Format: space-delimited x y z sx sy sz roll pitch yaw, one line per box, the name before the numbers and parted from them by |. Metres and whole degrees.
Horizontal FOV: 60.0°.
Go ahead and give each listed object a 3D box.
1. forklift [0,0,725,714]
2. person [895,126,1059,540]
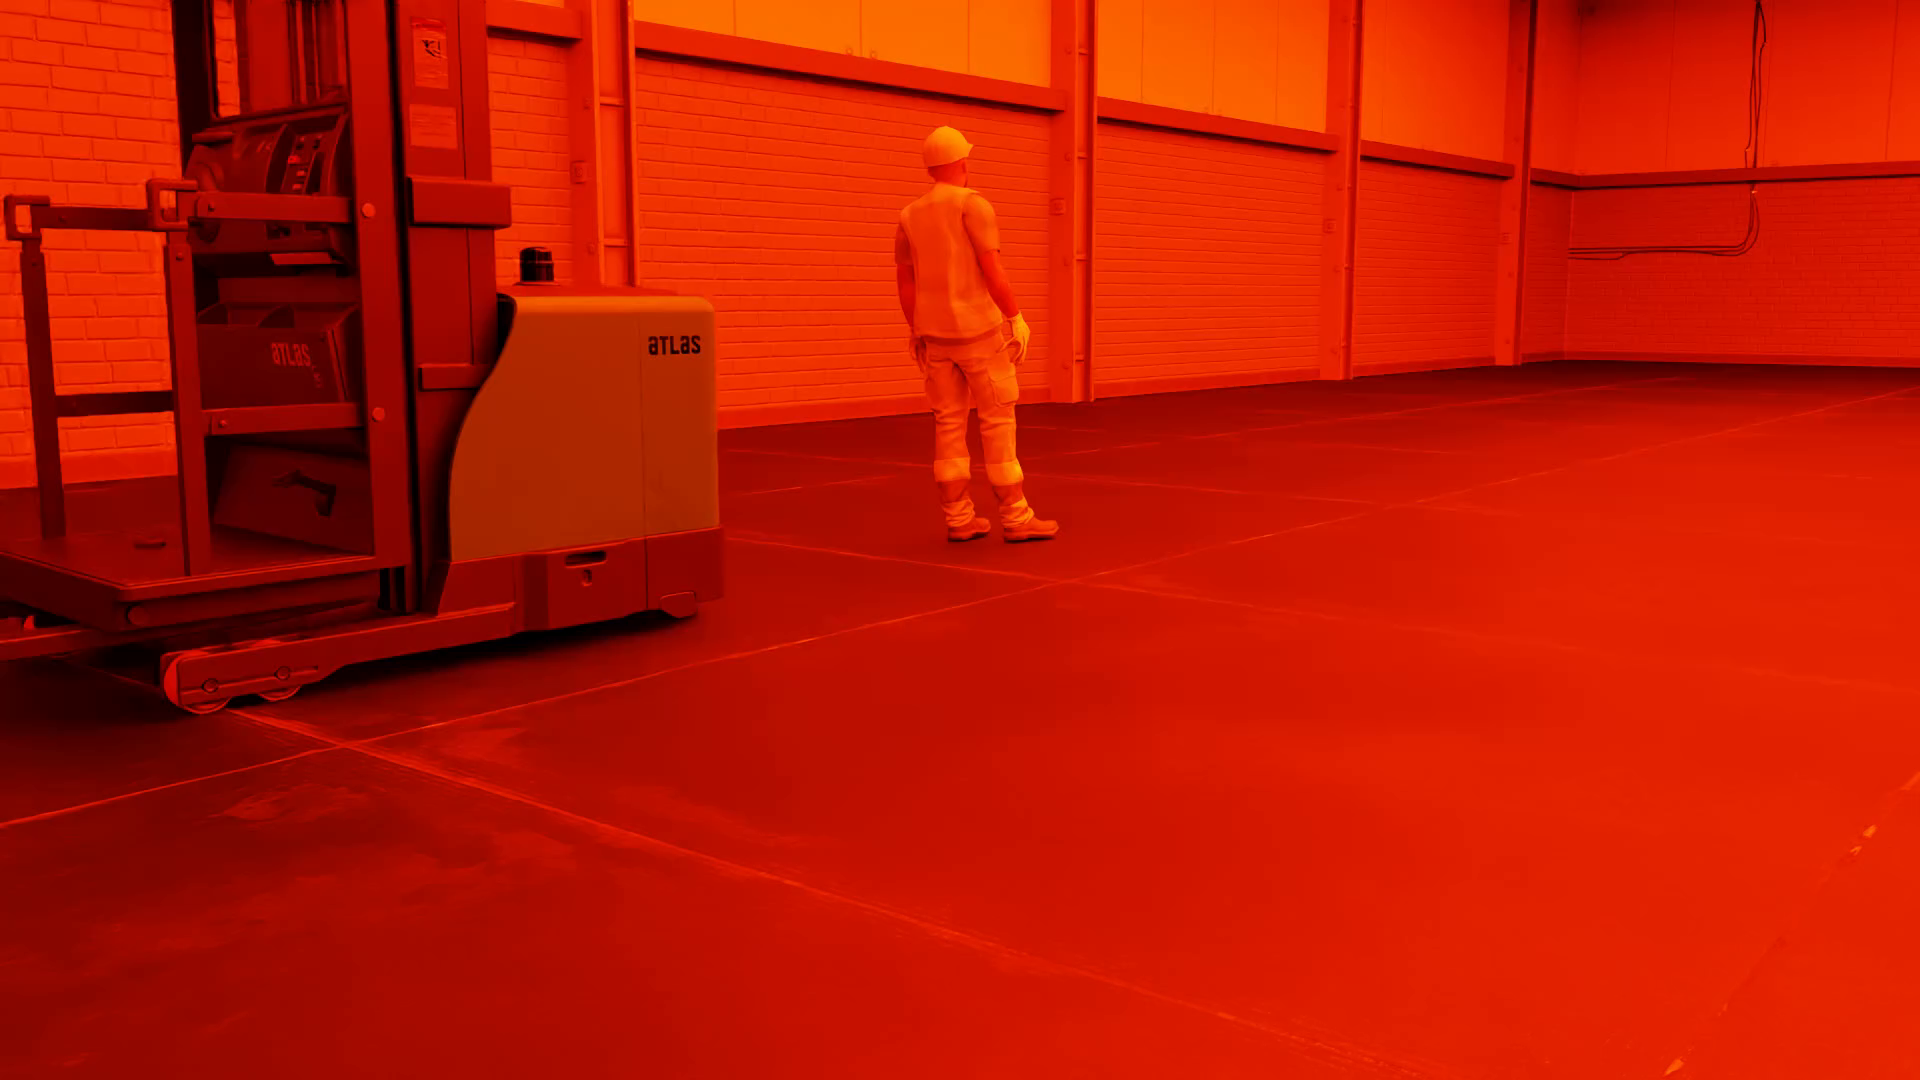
forklift | -2.157 -1.080 4.664 1.130 2.935 3.031 7 11 42
person | 0.060 -0.900 7.329 0.637 1.790 0.562 7 11 38
